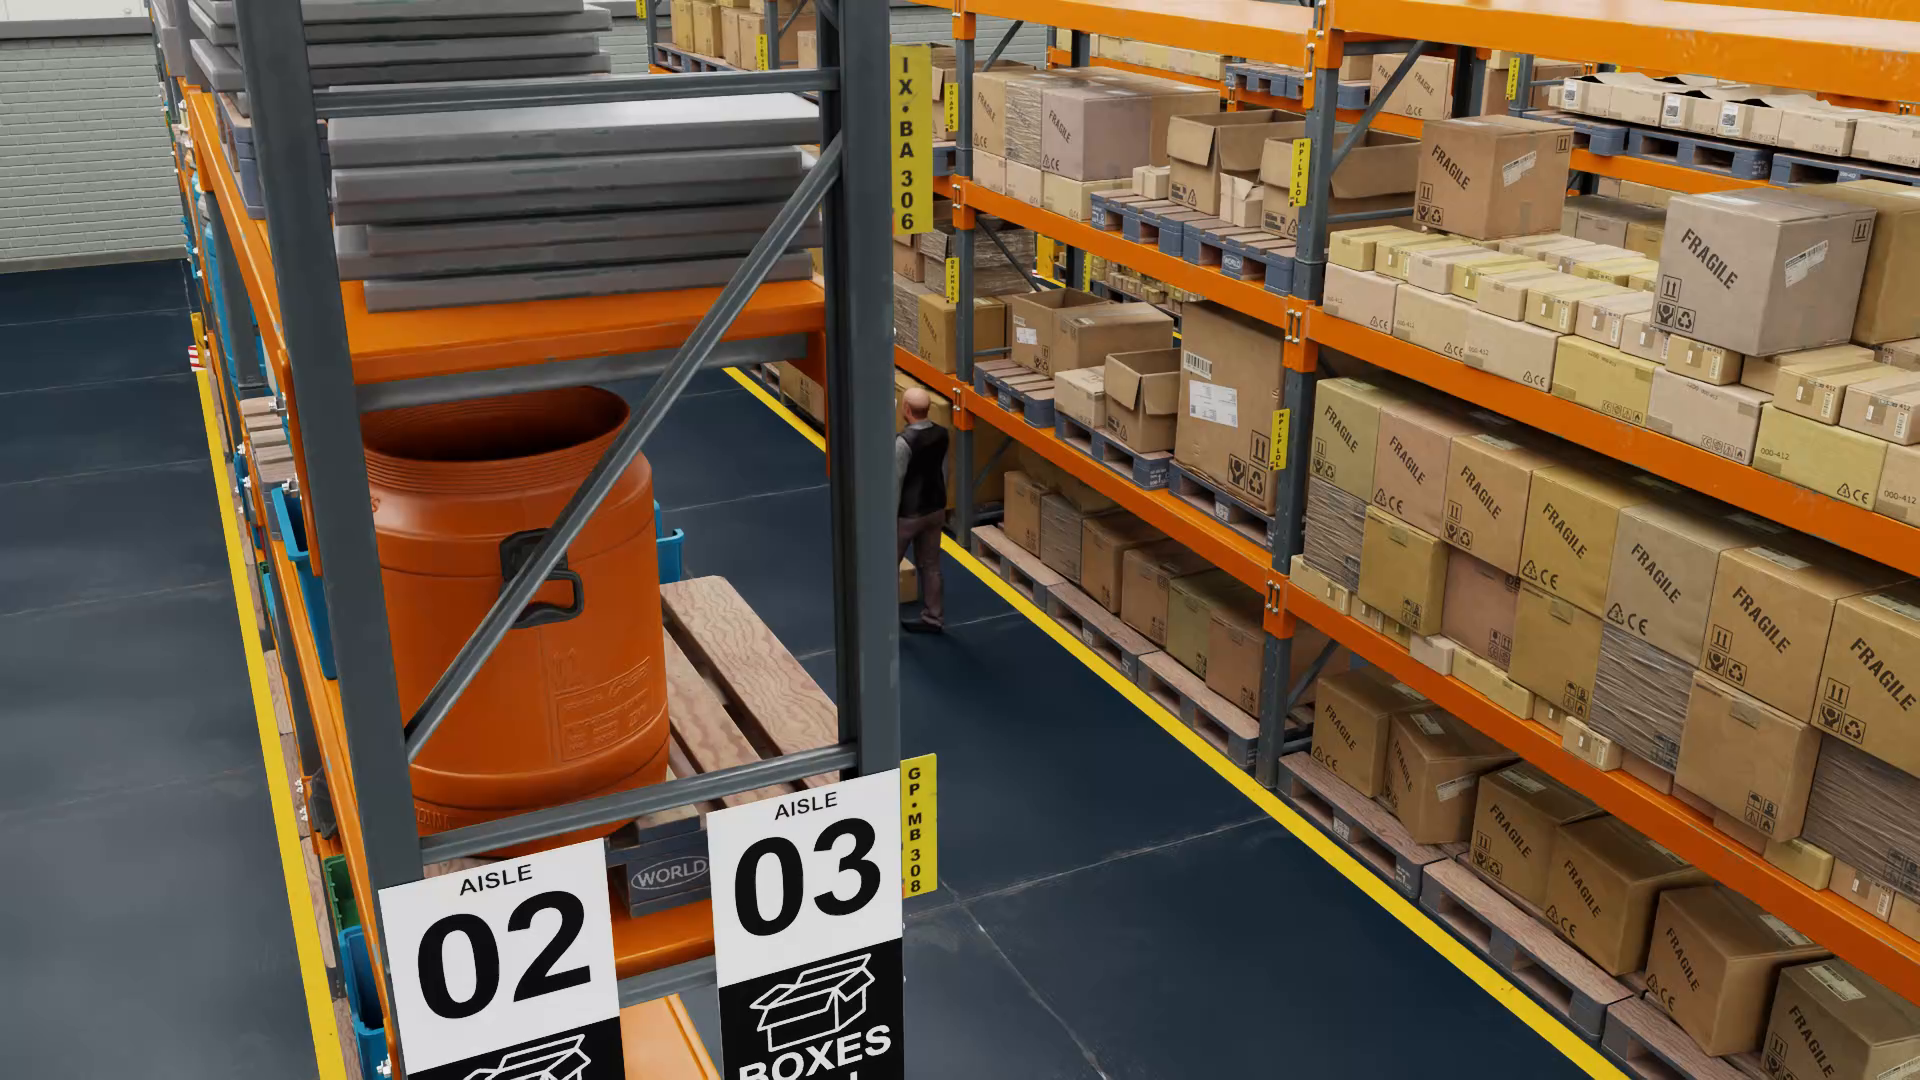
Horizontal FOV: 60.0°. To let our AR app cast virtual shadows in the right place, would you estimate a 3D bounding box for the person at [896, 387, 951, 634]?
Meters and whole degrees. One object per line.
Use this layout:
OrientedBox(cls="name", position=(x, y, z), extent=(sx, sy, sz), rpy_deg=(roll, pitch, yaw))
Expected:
OrientedBox(cls="person", position=(-0.391, -0.208, 11.124), extent=(0.564, 1.723, 0.605), rpy_deg=(-20, 29, -40))
